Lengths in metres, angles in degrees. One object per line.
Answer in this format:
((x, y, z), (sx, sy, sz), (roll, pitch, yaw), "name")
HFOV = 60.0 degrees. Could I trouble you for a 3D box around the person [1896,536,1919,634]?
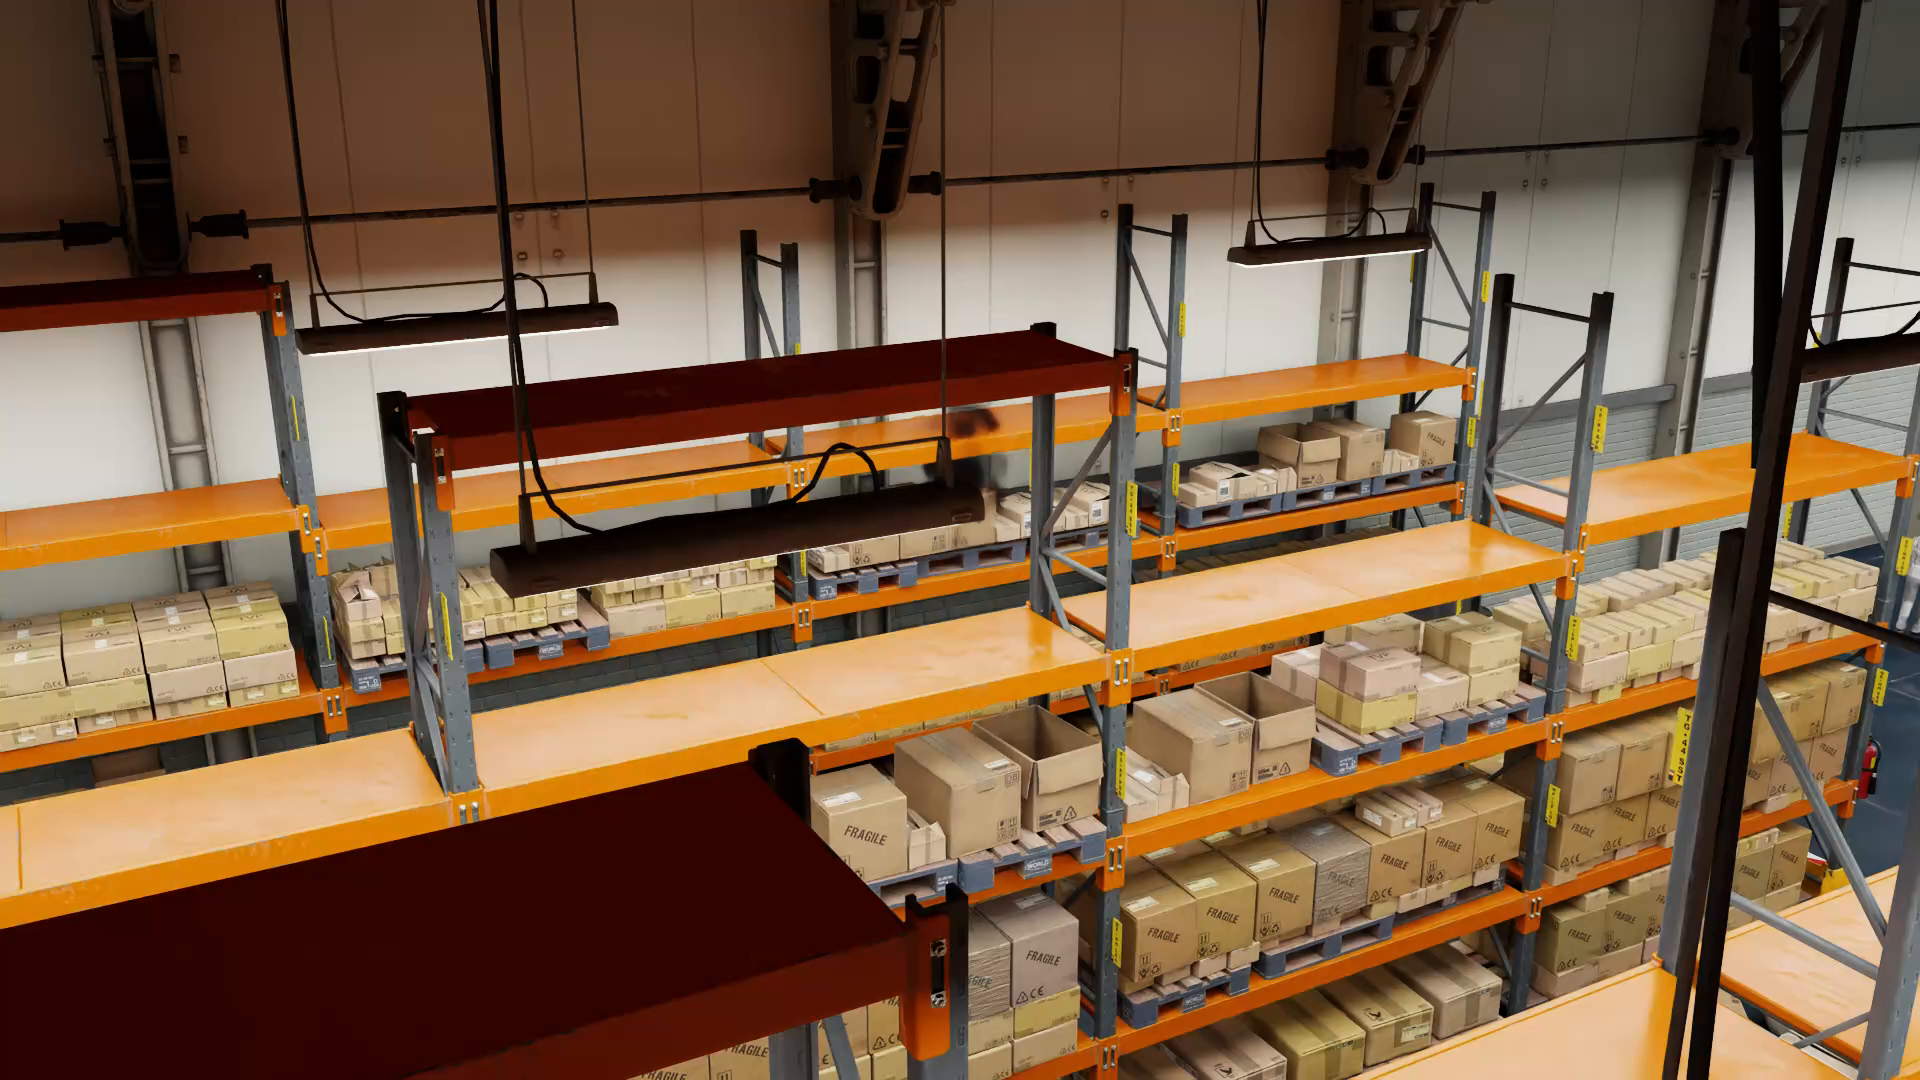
((12.365, 0.517, 21.381), (0.603, 1.683, 0.926), (14, 23, 37), "person")
